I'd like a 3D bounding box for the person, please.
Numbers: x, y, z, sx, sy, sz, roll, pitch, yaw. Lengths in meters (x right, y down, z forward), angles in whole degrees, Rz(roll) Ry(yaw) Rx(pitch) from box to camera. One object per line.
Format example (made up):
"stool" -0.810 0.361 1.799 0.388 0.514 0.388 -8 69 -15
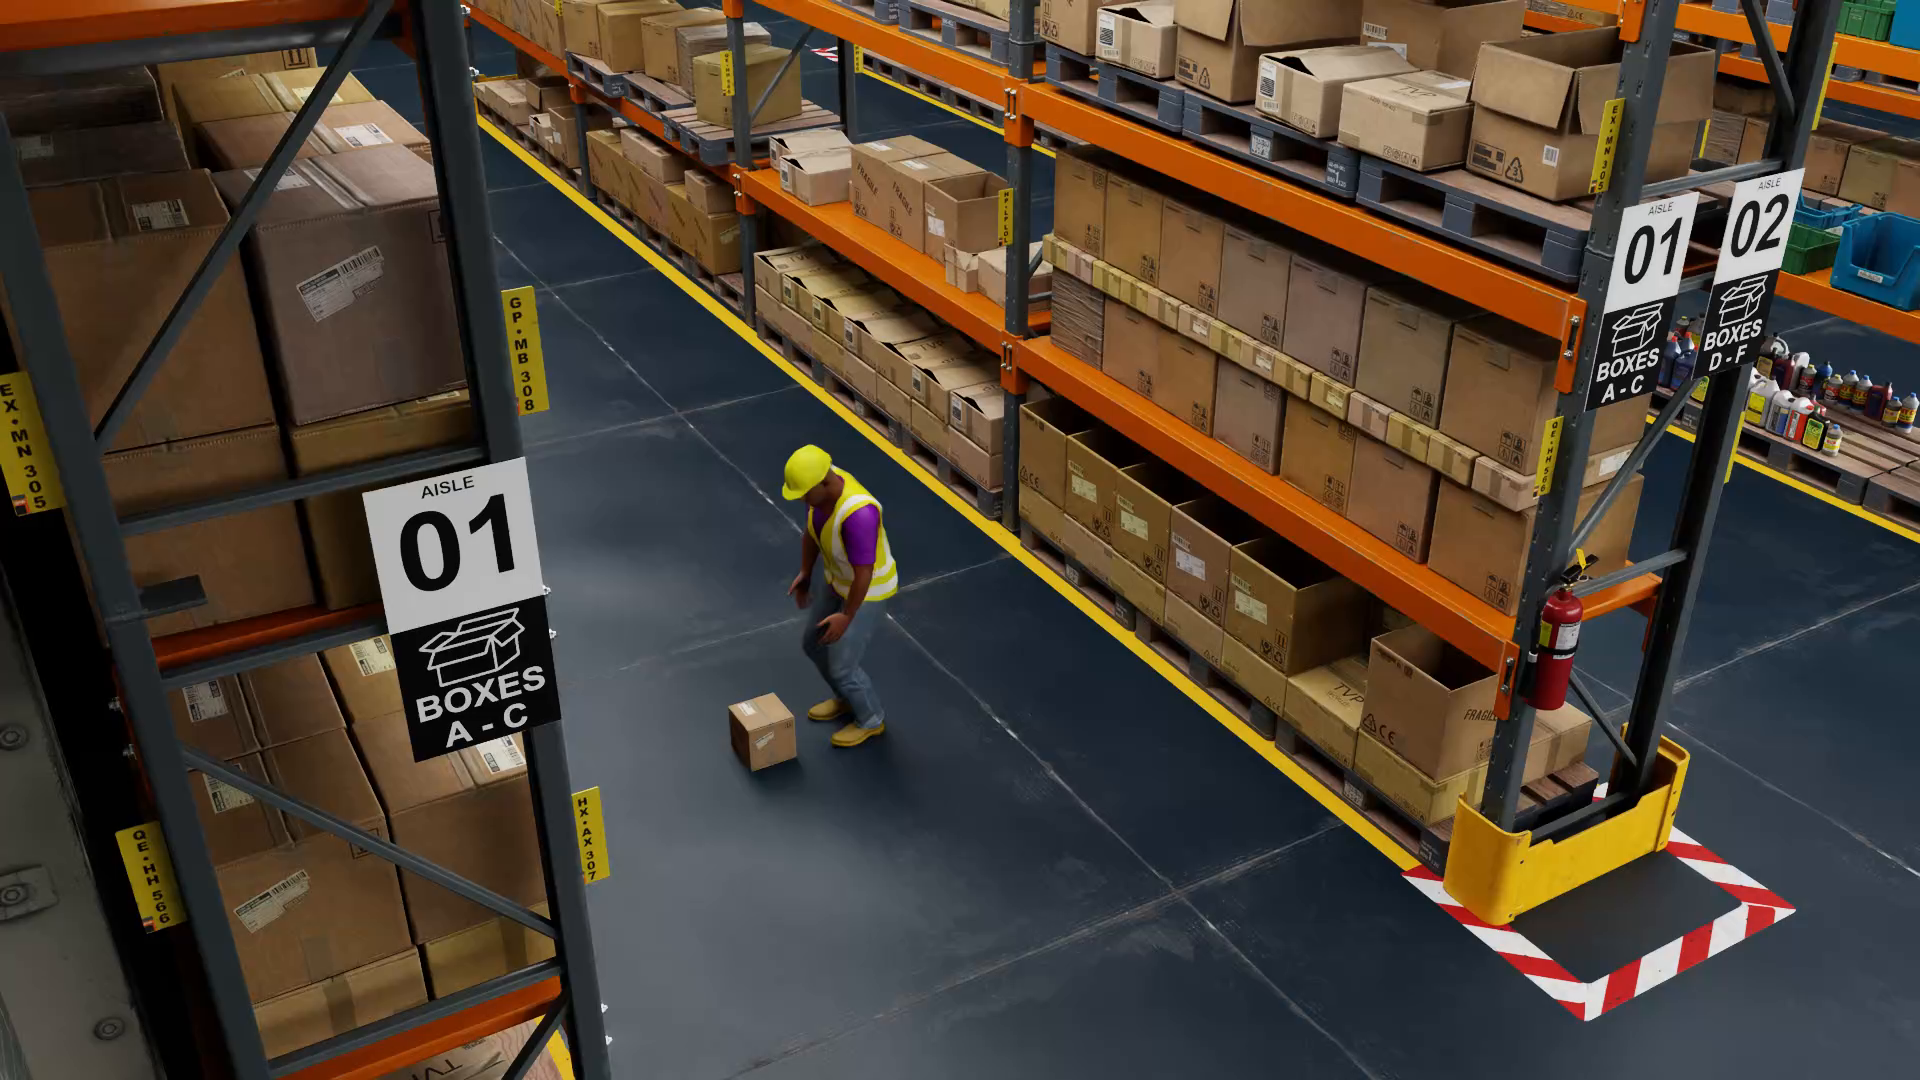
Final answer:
"person" -0.586 0.257 8.199 0.554 1.647 0.608 -15 32 -25
